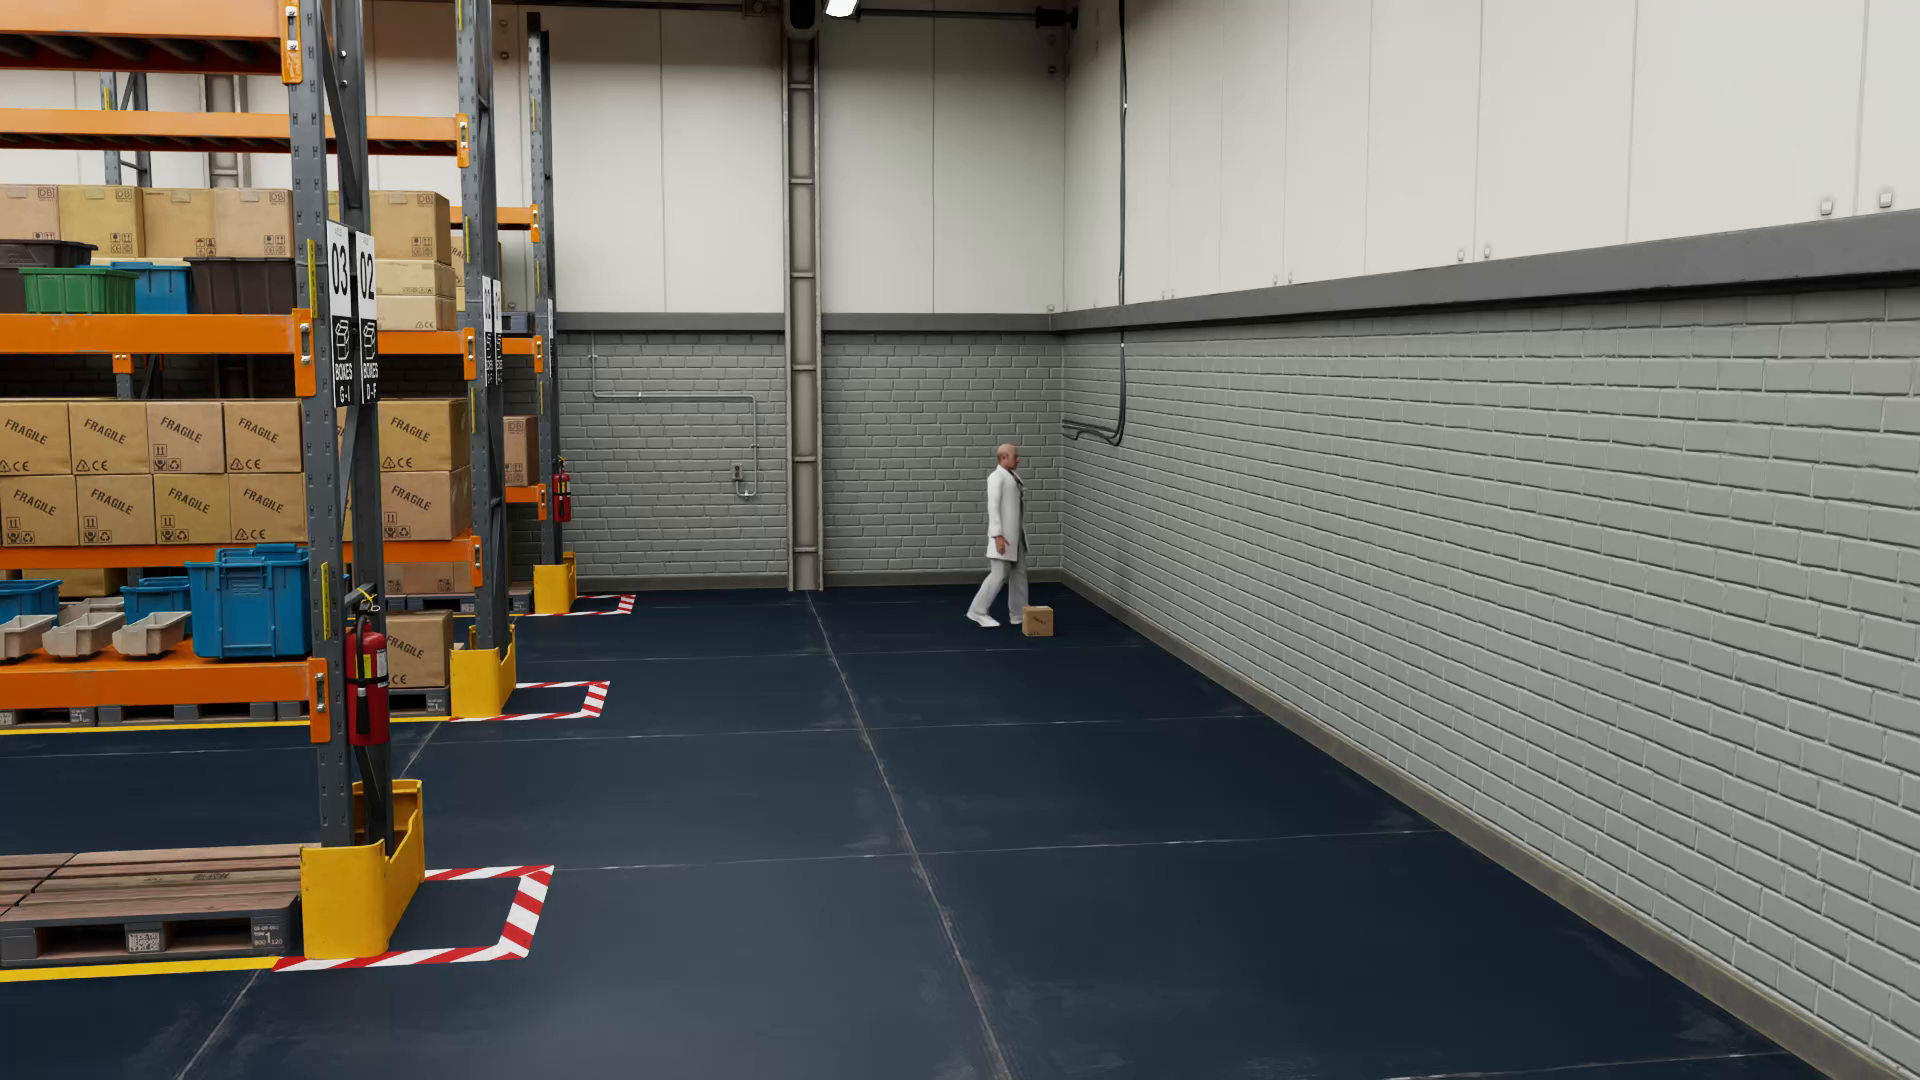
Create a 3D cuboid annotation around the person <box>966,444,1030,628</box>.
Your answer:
[{"bbox_3d":[0.449,-0.043,16.177,0.737,1.792,0.651,3,7,22],"label":"person"}]
